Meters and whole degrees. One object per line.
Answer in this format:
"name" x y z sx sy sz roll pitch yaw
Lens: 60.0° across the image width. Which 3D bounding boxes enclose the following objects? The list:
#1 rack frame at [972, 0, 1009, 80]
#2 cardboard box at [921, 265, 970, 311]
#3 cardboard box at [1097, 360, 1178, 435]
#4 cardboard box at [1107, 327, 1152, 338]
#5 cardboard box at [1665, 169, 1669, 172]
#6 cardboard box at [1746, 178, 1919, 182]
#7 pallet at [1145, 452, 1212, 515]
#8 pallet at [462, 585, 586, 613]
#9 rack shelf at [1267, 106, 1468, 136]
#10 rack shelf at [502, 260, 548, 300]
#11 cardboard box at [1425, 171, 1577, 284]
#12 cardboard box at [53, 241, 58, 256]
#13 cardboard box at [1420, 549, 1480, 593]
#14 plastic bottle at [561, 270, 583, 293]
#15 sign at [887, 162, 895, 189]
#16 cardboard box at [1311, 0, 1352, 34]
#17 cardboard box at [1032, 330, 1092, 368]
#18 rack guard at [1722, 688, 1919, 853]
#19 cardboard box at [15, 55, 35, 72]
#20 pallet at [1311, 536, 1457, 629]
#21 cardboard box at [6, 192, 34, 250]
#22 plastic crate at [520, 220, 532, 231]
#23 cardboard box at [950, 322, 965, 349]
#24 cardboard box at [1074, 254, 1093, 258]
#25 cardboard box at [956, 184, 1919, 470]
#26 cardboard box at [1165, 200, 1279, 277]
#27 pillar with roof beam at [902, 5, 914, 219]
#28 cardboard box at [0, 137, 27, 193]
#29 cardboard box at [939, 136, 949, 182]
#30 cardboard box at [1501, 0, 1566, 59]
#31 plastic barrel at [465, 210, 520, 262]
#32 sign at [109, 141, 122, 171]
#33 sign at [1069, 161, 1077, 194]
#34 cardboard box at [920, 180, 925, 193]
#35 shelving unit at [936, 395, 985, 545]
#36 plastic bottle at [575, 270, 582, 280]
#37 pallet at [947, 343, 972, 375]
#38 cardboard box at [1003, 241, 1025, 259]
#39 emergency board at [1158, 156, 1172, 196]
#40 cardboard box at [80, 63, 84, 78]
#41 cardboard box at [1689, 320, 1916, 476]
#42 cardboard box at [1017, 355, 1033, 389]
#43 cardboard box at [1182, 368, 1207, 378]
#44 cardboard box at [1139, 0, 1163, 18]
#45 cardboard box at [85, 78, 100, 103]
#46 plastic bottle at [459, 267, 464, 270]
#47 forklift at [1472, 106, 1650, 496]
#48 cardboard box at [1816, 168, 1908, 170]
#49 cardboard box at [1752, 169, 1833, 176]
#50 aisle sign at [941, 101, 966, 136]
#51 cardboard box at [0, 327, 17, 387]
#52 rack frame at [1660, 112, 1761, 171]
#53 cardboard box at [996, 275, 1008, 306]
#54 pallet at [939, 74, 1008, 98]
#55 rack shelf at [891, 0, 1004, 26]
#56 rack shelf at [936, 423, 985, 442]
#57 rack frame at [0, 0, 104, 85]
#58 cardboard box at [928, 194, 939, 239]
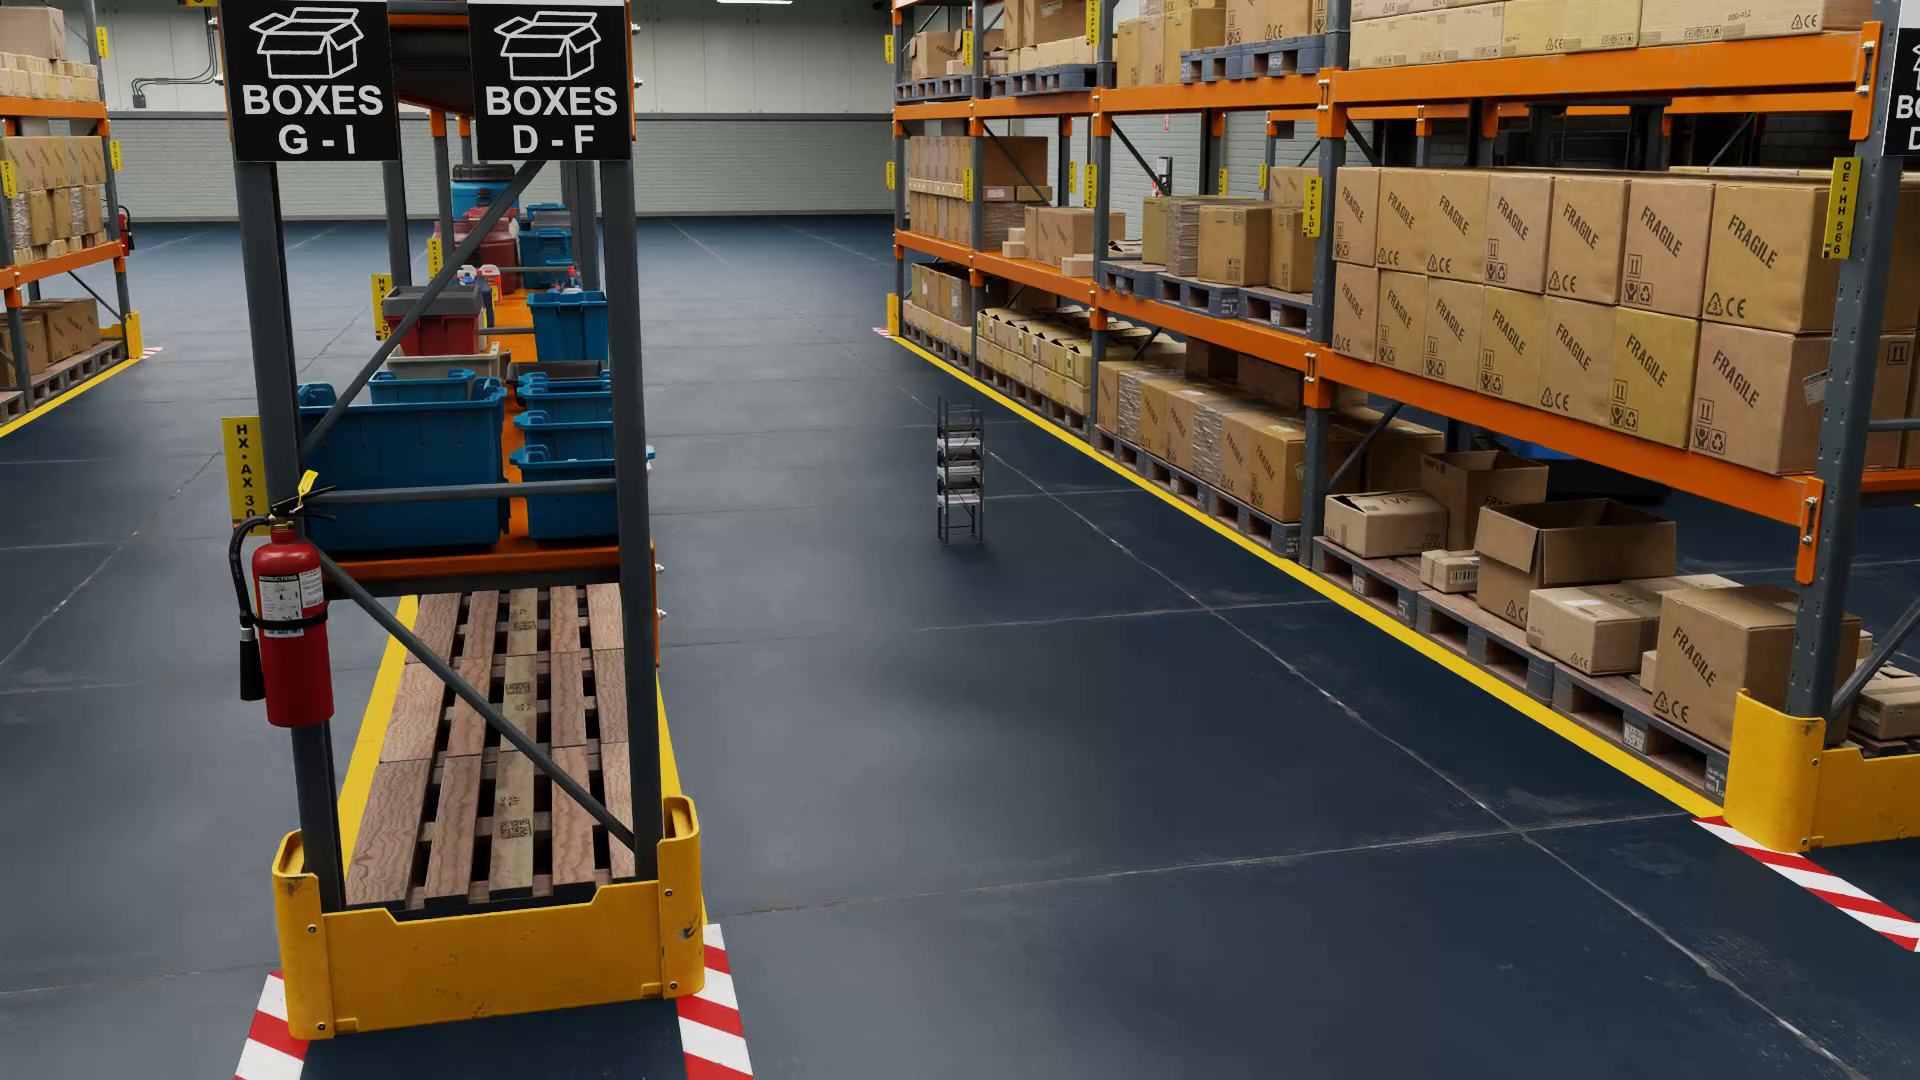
"rack frame" 0.621 -6.082 16.361 1.000 3.000 0.127 -3 14 -13
"cardboard box" -0.160 -2.957 19.539 0.500 0.500 0.500 -3 14 -13
"cardboard box" 1.389 -1.123 13.045 0.500 0.500 0.500 -3 14 -11
"cardboard box" 1.473 -1.761 15.043 0.500 0.311 0.500 -4 14 -15
"cardboard box" 6.264 -3.177 14.607 0.380 0.149 0.250 -5 15 -21
"cardboard box" 3.461 -1.171 6.582 0.500 0.500 0.500 -3 14 -13
"pallet" 1.982 -0.435 11.763 1.003 0.211 1.213 -3 14 -13
"pallet" -2.457 0.127 9.461 1.003 0.211 1.213 -3 14 -13
"rack shelf" 4.965 -5.014 19.824 1.077 0.370 4.000 -3 14 -13
"rack shelf" -3.725 -2.211 14.111 0.919 0.052 3.809 -3 14 -13
"cardboard box" 2.578 -1.494 7.906 0.500 0.500 0.500 -4 14 -15
"cardboard box" -9.085 -2.848 16.292 0.380 0.149 0.250 -3 14 -13
"cardboard box" 2.601 0.148 8.543 0.380 0.166 0.250 -3 14 -13
"plastic bottle" -2.406 -1.500 10.351 0.144 0.351 0.185 -3 14 -13
"sign" -0.860 -4.520 20.617 0.100 0.325 0.005 -3 14 -13
"cardboard box" 2.453 -3.201 9.582 0.600 0.600 0.600 -5 14 -19
"cardboard box" 0.953 -1.729 14.911 0.500 0.311 0.500 -3 14 -14
"rack guard" 3.421 0.797 6.110 1.175 0.500 0.348 -3 14 -13
"cardboard box" -9.035 -4.528 15.798 0.380 0.149 0.250 -4 14 -14
"pallet" 2.660 0.191 9.201 1.003 0.211 1.213 -3 14 -13
"cardboard box" -9.055 -2.917 15.208 0.875 0.500 0.500 -3 14 -13
"plastic crate" -4.194 -2.990 16.477 0.767 0.338 0.504 -3 14 -13
"cardboard box" 0.191 -2.247 18.212 0.500 0.250 0.500 -3 14 -13
"cardboard box" 1.206 -2.414 14.517 0.380 0.149 0.250 -2 14 -9
"cardboard box" 1.926 -2.064 12.031 0.897 0.649 12.982 -3 14 -13
"cardboard box" 1.847 -2.137 11.758 0.700 0.500 0.500 -1 14 -3
"pillar with roof beam" -5.730 -13.849 48.153 9.100 9.000 0.400 -3 14 -13
"cardboard box" -8.868 -3.413 15.133 0.500 0.500 0.500 -3 14 -13
"cardboard box" 0.156 -4.296 18.746 0.700 0.500 0.500 -3 14 -13
"cardboard box" 2.723 -2.234 7.248 0.500 0.250 0.500 -3 14 -13
"plastic barrel" -4.011 -2.556 14.284 0.433 0.535 0.433 0 14 0
"sign" -9.405 -4.282 18.526 0.100 0.325 0.005 -3 14 -13
"sign" 1.146 -3.724 17.078 0.100 0.325 0.005 -3 14 -13
"cardboard box" -0.257 -4.175 19.618 0.380 0.149 0.250 -4 14 -14
"shelving unit" 0.002 -0.435 10.313 0.258 0.900 0.210 -3 14 -13
"plastic bottle" -2.637 -1.712 11.385 0.097 0.271 0.097 0 14 0
"pallet" 0.474 -1.999 18.164 1.003 0.211 1.213 -3 14 -13
"cardboard box" 0.630 -2.830 16.219 0.380 0.149 0.250 -3 14 -13
"emergency board" 3.548 -6.211 29.528 0.194 1.169 0.643 -3 14 -13
"cardboard box" -9.463 -4.947 17.511 0.380 0.149 0.250 -4 14 -16
"cardboard box" 3.069 -0.536 6.091 0.500 0.500 0.500 -3 14 -11
"cardboard box" 0.836 -1.574 15.460 0.500 0.250 0.500 -3 14 -12
"cardboard box" 2.008 -1.042 12.711 0.500 0.500 0.500 -3 14 -11
"cardboard box" 1.656 -4.135 12.396 0.500 0.500 0.500 -3 14 -13
"cardboard box" -9.589 -4.826 17.858 0.500 0.250 0.500 -3 14 -12
"plastic bottle" -3.468 -1.761 11.586 0.097 0.271 0.097 0 14 0
"forklift" 5.138 -2.223 13.348 2.052 2.935 4.820 2 14 7
"cardboard box" -1.974 -4.068 3.990 22.126 7.041 12.066 -4 14 -15
"cardboard box" 6.478 -2.731 12.825 0.500 0.250 0.500 -3 14 -13
"aisle sign" -0.049 -5.385 20.670 0.394 0.787 0.004 -3 14 -13
"cardboard box" -9.065 -1.701 15.450 0.500 0.500 0.500 -4 14 -15
"rack frame" 6.374 -2.522 14.429 1.000 3.000 0.127 -3 14 -13
"cardboard box" 0.691 -2.640 18.240 0.500 0.500 0.500 -3 14 -13
"pallet" 0.395 -4.777 17.527 1.003 0.211 1.213 -3 14 -13
"rack shelf" 0.151 -6.000 18.382 1.077 0.370 4.000 -3 14 -13
"rack shelf" 0.002 -0.665 10.256 0.258 0.077 0.200 -3 14 -13
"rack frame" -9.949 -6.453 17.881 1.000 3.000 0.127 -3 14 -13
"cardboard box" 0.017 -3.795 19.429 0.700 0.500 0.500 -3 14 -13
